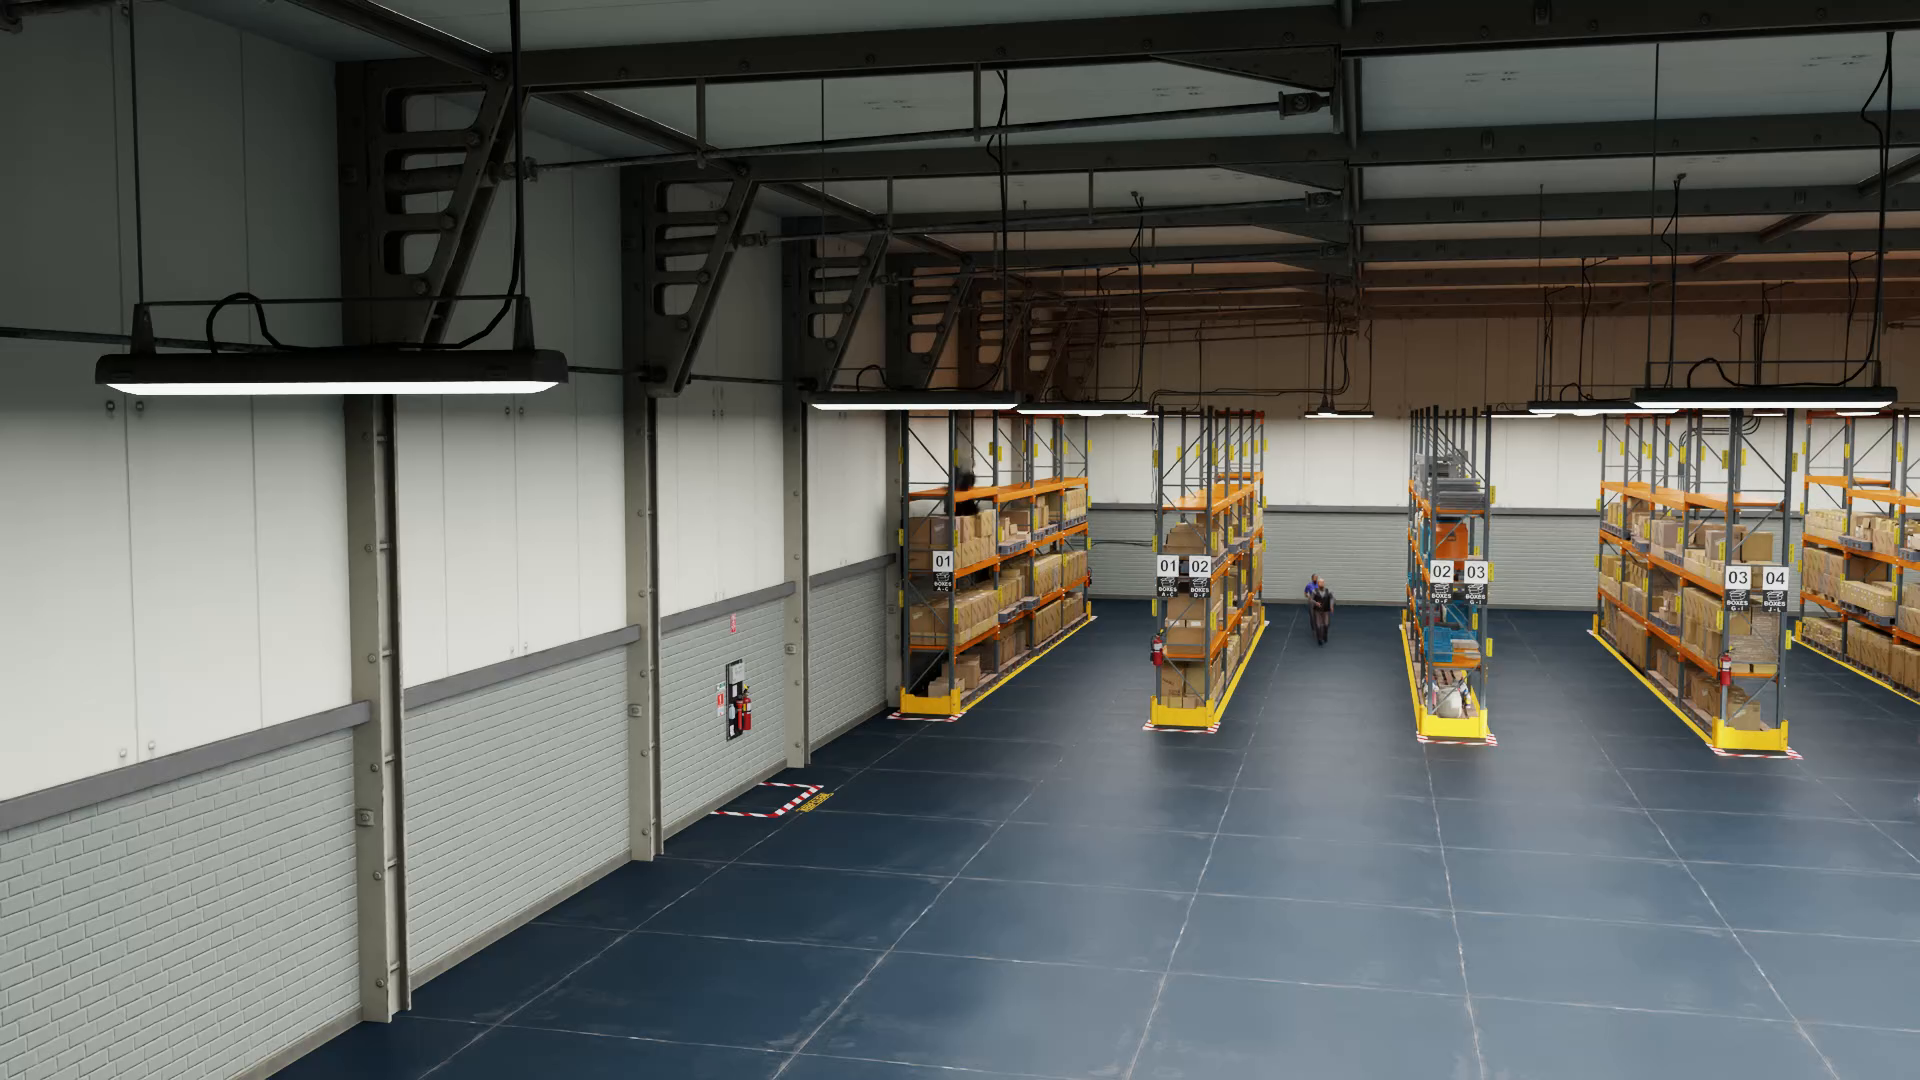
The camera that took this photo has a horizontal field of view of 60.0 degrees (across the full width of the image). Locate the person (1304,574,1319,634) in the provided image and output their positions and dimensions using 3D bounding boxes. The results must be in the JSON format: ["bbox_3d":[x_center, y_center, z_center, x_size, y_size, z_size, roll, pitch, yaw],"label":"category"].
[{"bbox_3d":[9.515,1.719,44.617,0.565,1.620,0.568,0,4,-1],"label":"person"}]

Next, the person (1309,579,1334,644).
[{"bbox_3d":[9.235,1.835,42.395,0.644,1.682,0.596,0,4,6],"label":"person"}]
